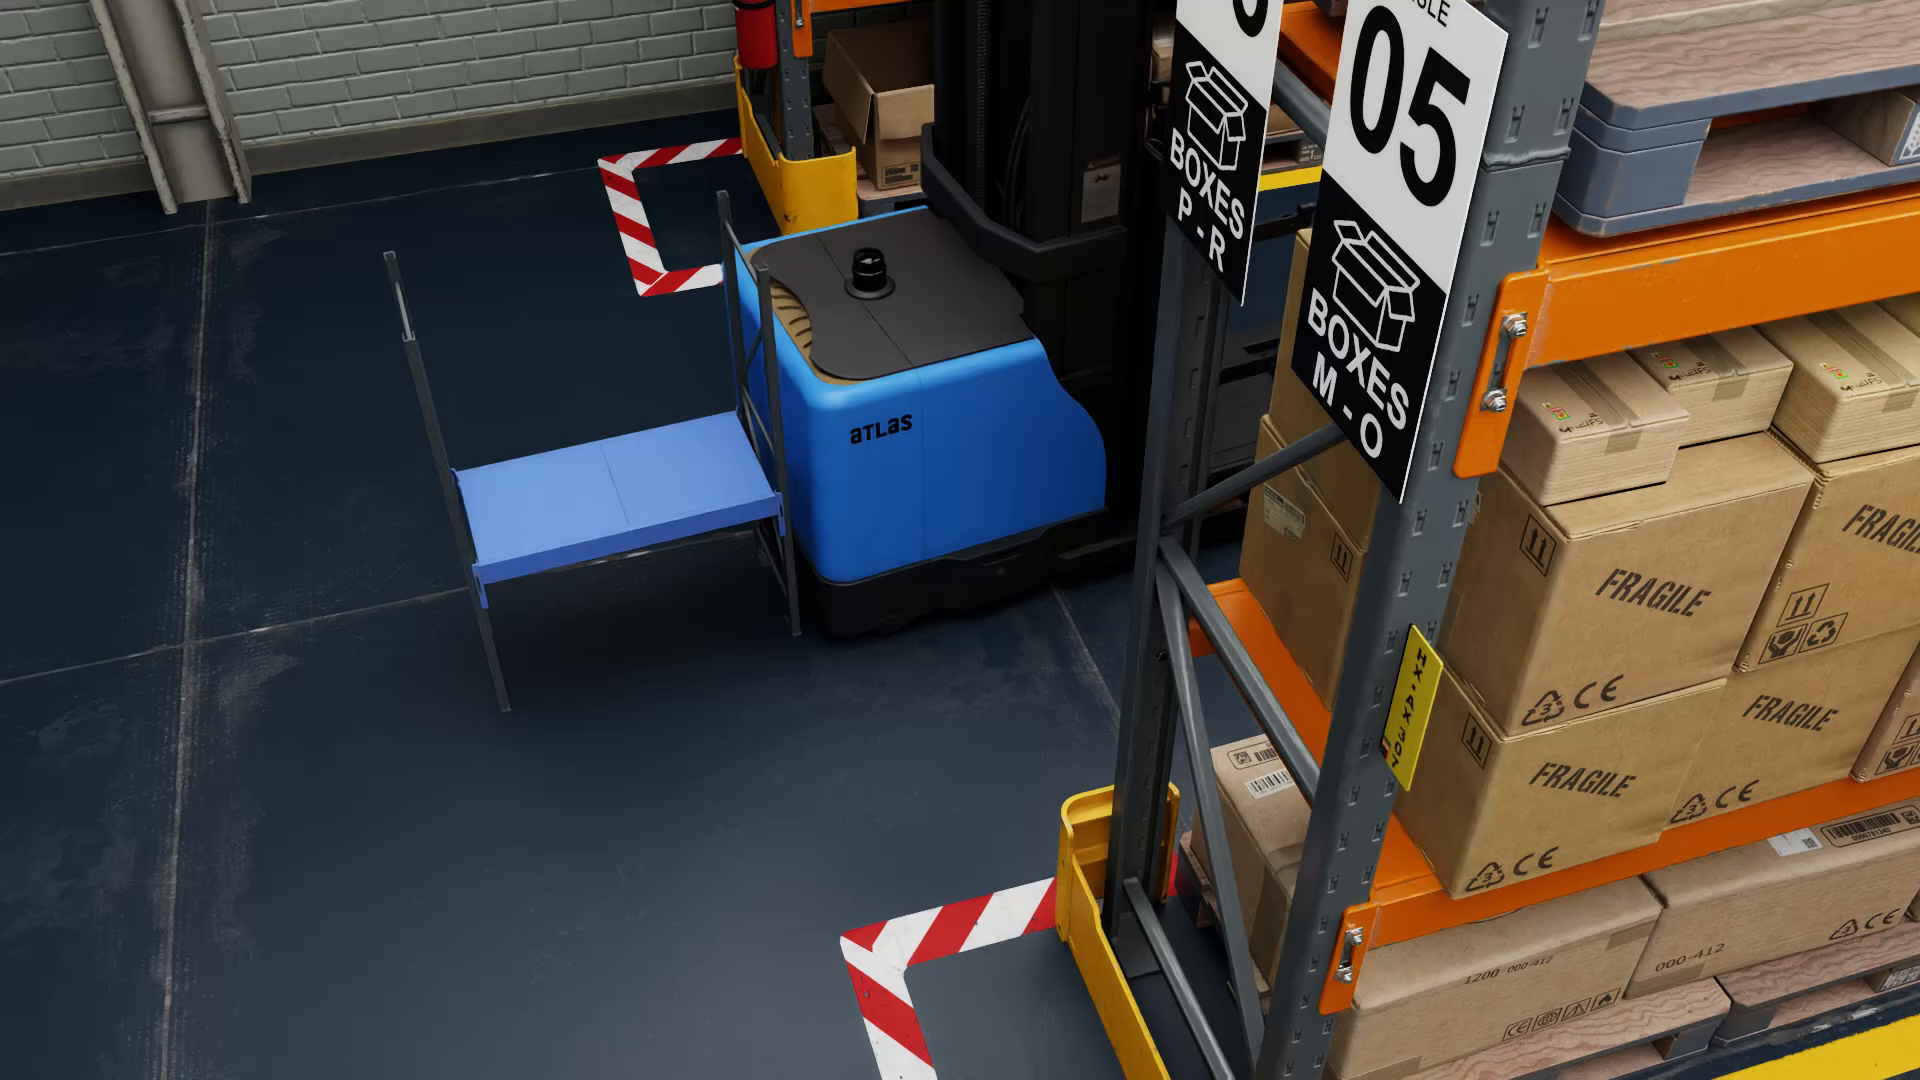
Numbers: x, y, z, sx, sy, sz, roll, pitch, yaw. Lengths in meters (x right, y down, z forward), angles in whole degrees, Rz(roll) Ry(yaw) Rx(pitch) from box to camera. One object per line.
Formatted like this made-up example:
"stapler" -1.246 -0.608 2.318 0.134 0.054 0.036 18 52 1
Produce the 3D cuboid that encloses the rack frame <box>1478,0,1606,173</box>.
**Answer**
"rack frame" 0.627 -1.955 1.648 0.127 3.000 1.000 -12 42 -13

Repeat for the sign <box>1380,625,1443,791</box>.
"sign" 0.788 0.298 2.911 0.005 0.325 0.100 -12 42 -13

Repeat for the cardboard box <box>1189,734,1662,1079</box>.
"cardboard box" 1.226 0.918 4.548 0.875 0.438 0.875 -13 43 -15

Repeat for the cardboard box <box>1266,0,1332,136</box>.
"cardboard box" 1.561 -2.438 8.341 0.500 0.500 0.700 -13 43 -15

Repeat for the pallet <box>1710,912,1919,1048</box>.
"pallet" 2.528 0.909 5.050 1.213 0.211 1.003 -12 42 -13

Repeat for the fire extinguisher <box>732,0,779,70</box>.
"fire extinguisher" -0.869 -2.321 6.969 0.183 0.674 0.296 -12 42 -13

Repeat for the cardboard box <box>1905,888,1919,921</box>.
"cardboard box" 2.957 0.554 4.964 0.875 0.438 0.875 -13 43 -14

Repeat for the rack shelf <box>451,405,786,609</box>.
"rack shelf" -1.138 -0.124 5.526 1.000 0.185 0.538 -14 43 -16

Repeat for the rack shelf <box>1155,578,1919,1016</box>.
"rack shelf" 2.535 0.180 4.311 4.000 0.370 1.077 -12 42 -13

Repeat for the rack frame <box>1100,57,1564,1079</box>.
"rack frame" 0.627 0.304 3.622 0.127 3.000 1.000 -12 42 -13

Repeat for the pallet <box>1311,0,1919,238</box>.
"pallet" 1.331 -0.945 2.839 1.213 0.211 1.003 -12 42 -13

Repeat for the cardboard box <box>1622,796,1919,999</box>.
"cardboard box" 2.097 0.732 4.761 0.875 0.438 0.875 -11 42 -12

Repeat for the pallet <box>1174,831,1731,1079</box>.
"pallet" 1.366 1.147 4.776 1.213 0.211 1.003 -12 42 -13

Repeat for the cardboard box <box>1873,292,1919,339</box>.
"cardboard box" 1.805 -0.390 3.087 0.250 0.149 0.380 -13 43 -14

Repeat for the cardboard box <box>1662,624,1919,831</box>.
"cardboard box" 1.645 0.234 3.626 0.500 0.500 0.500 -12 43 -14

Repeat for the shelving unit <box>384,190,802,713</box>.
"shelving unit" -1.138 -0.260 5.408 1.048 1.500 0.538 -14 43 -16

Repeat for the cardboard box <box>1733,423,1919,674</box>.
"cardboard box" 1.661 -0.133 3.286 0.500 0.500 0.500 -13 43 -14

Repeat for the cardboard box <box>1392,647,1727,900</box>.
"cardboard box" 1.171 0.352 3.491 0.500 0.500 0.500 -12 43 -13

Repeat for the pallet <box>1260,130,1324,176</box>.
"pallet" 1.127 -2.172 8.575 1.213 0.211 1.003 -12 42 -13

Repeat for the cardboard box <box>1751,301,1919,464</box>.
"cardboard box" 1.560 -0.327 3.015 0.250 0.149 0.380 -10 42 -12

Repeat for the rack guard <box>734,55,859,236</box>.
"rack guard" -0.795 -1.884 8.026 0.348 0.500 1.175 -12 42 -13

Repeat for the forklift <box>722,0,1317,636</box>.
"forklift" 0.720 -1.412 5.638 3.031 2.935 1.130 -16 44 -18

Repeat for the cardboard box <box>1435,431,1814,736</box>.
"cardboard box" 1.170 -0.026 3.164 0.500 0.500 0.500 -13 43 -14

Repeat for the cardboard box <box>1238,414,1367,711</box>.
"cardboard box" 1.008 0.005 3.888 0.500 0.500 0.500 -11 42 -13

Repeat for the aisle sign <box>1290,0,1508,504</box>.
"aisle sign" 0.645 -0.479 2.542 0.004 0.787 0.394 -12 42 -13

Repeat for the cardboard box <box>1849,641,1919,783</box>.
"cardboard box" 2.136 0.145 3.728 0.500 0.500 0.500 -12 43 -13

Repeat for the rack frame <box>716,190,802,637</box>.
"rack frame" -0.663 -0.379 5.544 0.032 1.500 0.500 -14 43 -16

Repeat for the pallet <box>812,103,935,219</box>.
"pallet" -0.035 -1.933 8.302 1.213 0.211 1.003 -12 42 -13

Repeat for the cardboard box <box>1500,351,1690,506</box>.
"cardboard box" 1.049 -0.251 2.928 0.250 0.149 0.380 -11 42 -12

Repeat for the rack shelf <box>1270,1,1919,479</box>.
"rack shelf" 2.535 -0.950 3.324 4.000 0.370 1.077 -12 42 -13

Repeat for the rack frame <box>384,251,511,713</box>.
"rack frame" -1.613 -0.141 5.271 0.032 1.500 0.500 -14 43 -16

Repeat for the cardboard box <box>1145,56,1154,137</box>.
"cardboard box" 0.571 -2.233 8.106 0.500 0.500 0.700 -10 42 -11

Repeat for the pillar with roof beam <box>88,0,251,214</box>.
"pillar with roof beam" -2.417 -2.400 2.158 0.400 9.000 9.100 -12 42 -13

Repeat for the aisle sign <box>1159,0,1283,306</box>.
"aisle sign" 0.465 -0.855 2.973 0.004 0.787 0.394 -12 42 -13

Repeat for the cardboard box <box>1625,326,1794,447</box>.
"cardboard box" 1.277 -0.347 3.038 0.250 0.149 0.380 -11 42 -12

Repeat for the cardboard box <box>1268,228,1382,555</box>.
"cardboard box" 1.015 -0.355 3.540 0.500 0.500 0.500 -10 42 -12

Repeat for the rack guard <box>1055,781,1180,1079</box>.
"rack guard" 0.604 1.250 4.439 0.348 0.500 1.175 -12 42 -13

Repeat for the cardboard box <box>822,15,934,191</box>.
"cardboard box" -0.256 -2.089 7.940 0.637 0.503 0.797 -13 43 -15

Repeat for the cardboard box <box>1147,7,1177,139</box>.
"cardboard box" 1.106 -2.274 8.154 0.500 0.500 0.500 -11 42 -12

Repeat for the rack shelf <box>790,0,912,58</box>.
"rack shelf" 1.040 -2.934 7.876 4.000 0.370 1.077 -12 42 -13

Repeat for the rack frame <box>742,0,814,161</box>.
"rack frame" -0.868 -2.810 7.186 0.127 3.000 1.000 -12 42 -13
